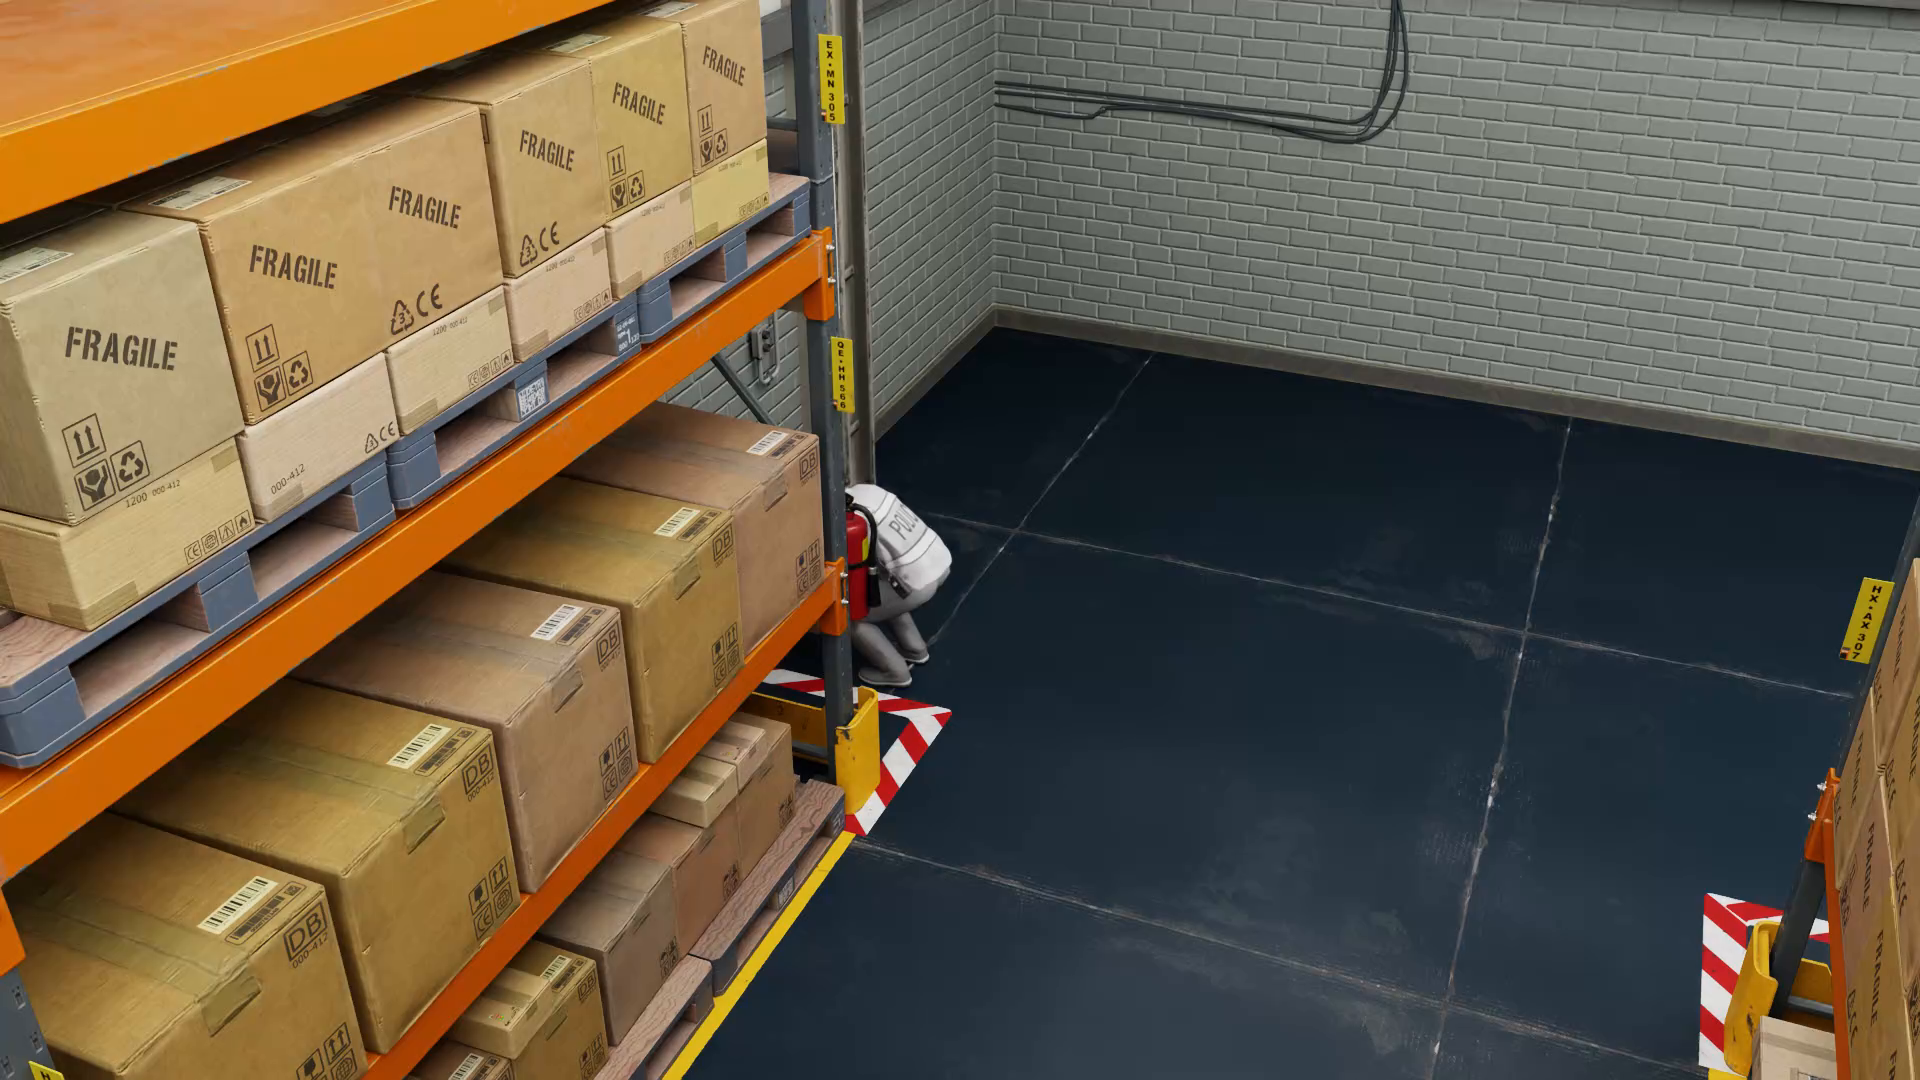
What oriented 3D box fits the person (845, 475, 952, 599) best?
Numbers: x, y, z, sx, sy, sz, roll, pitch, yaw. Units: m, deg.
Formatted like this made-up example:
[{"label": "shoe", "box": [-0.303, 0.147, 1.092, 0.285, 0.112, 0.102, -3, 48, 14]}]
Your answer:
[{"label": "person", "box": [-0.429, 0.055, 8.480, 0.742, 0.849, 0.490, 11, 32, 19]}]
